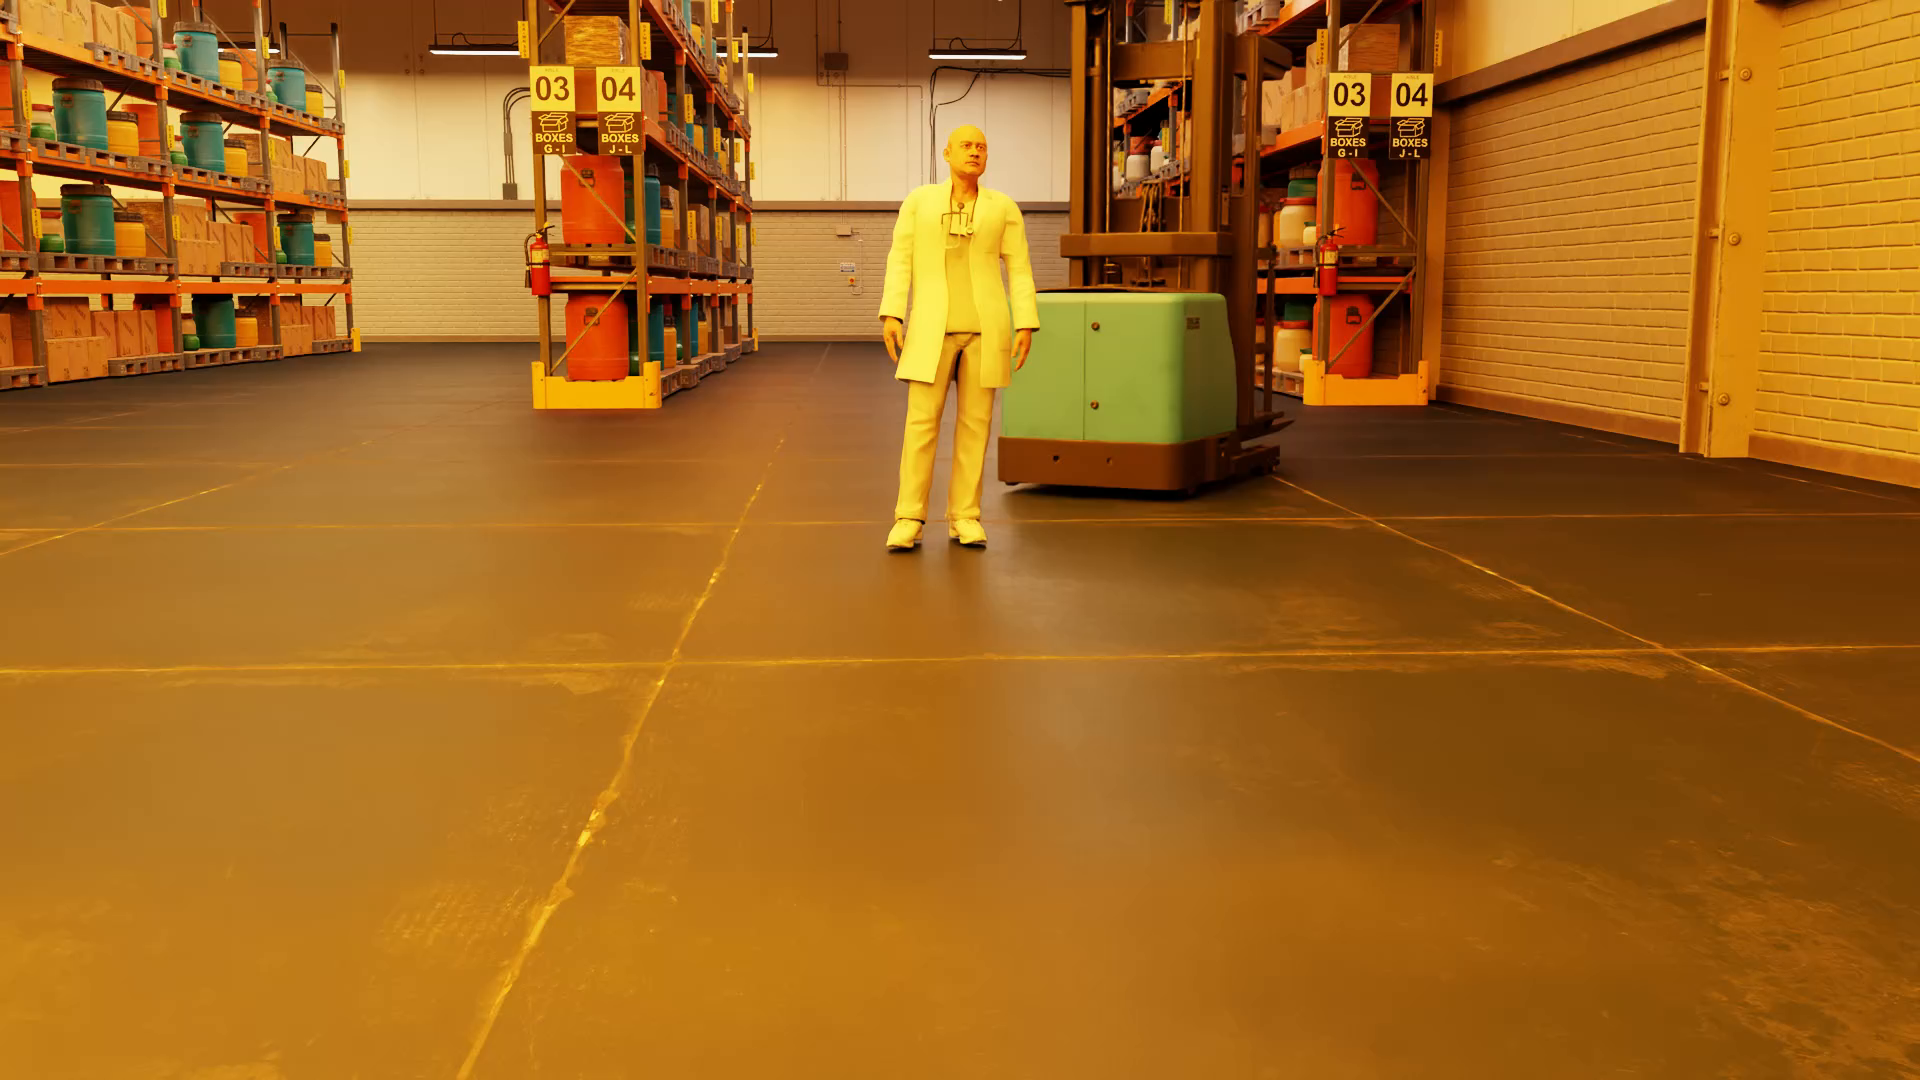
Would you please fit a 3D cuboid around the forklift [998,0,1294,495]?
[{"bbox_3d":[1.299,-1.861,9.864,1.130,2.935,3.031,4,9,25],"label":"forklift"}]

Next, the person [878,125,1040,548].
[{"bbox_3d":[0.001,-0.873,7.088,0.695,1.777,0.578,-1,8,-4],"label":"person"}]
